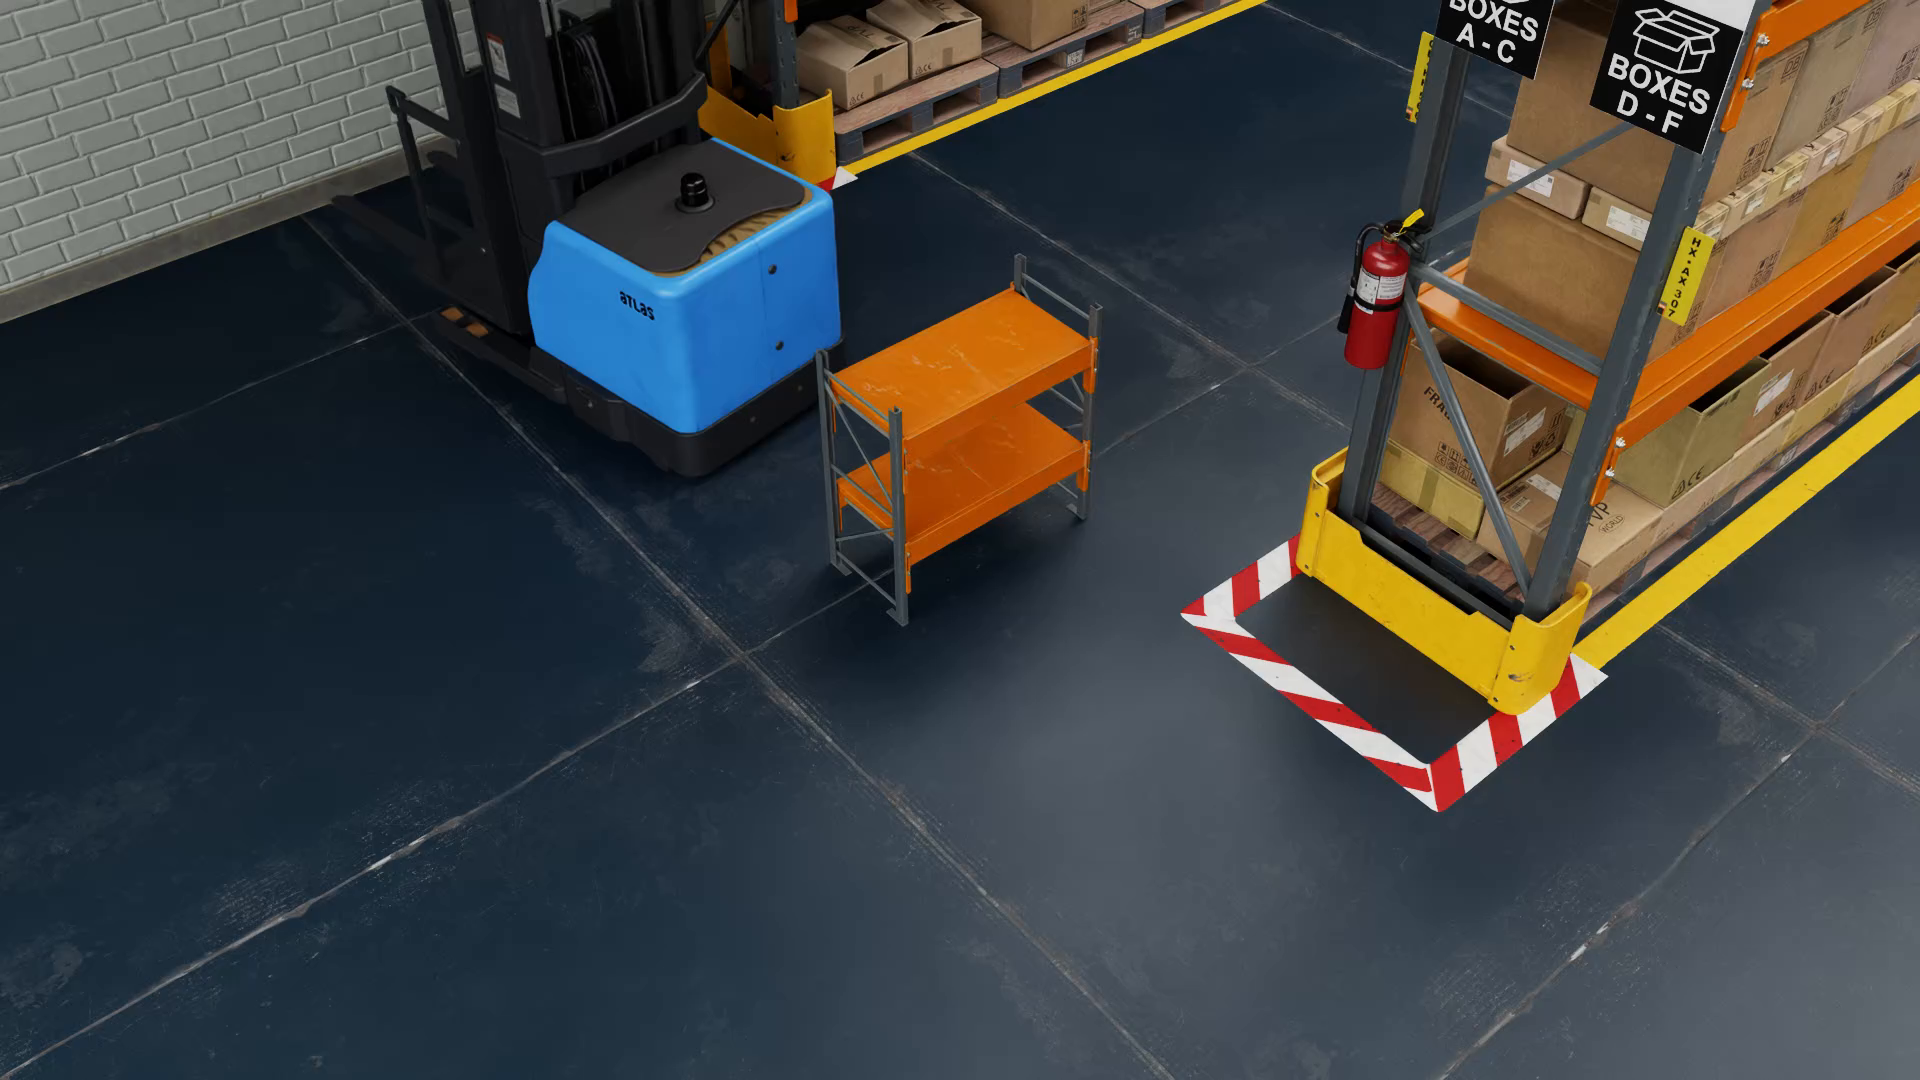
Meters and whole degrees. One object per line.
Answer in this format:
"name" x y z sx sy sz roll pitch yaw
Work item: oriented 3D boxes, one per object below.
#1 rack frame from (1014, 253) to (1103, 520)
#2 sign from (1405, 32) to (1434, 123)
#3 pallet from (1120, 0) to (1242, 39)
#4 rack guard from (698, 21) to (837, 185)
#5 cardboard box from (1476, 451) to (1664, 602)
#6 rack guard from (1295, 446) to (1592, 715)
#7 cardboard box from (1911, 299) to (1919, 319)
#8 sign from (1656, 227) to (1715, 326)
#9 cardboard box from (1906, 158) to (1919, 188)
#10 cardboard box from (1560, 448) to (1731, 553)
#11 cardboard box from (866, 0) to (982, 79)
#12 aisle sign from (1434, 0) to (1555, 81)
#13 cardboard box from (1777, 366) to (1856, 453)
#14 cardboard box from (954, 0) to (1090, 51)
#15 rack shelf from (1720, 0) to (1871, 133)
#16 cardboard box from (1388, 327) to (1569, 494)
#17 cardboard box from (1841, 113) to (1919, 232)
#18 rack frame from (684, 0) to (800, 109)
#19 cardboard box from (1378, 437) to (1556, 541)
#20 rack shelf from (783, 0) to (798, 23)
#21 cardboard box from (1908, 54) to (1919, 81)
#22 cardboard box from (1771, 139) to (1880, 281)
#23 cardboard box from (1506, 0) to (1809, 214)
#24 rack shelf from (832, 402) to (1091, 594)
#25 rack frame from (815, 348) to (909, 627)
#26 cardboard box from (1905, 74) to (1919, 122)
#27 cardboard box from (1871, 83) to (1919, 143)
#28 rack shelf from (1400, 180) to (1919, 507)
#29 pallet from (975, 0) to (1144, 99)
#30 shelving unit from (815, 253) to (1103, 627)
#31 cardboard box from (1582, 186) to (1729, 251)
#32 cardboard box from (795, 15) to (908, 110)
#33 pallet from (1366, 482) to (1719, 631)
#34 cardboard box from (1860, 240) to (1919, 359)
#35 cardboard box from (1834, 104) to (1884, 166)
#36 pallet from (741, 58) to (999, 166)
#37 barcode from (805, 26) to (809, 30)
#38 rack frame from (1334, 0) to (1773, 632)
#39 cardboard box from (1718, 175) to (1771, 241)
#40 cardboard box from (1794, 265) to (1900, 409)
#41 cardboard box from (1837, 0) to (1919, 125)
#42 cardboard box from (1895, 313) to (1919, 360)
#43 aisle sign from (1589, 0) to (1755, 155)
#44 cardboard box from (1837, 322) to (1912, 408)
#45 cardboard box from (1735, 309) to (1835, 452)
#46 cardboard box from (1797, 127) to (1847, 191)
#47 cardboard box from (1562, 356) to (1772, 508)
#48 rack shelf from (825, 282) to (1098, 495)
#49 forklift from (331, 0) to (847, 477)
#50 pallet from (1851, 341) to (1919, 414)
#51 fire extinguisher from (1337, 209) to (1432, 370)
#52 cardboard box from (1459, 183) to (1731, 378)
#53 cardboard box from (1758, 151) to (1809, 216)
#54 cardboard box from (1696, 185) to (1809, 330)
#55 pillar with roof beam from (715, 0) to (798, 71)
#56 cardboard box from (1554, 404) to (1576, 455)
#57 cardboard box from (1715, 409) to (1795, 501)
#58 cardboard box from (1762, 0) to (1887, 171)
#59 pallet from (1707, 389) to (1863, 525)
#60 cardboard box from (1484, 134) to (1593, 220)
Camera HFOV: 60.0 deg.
"rack frame" 0.395 -0.636 7.106 0.032 1.125 0.500 -30 51 -28
"sign" 1.602 -1.580 5.722 0.005 0.325 0.100 -30 51 -28
"pallet" 1.334 -3.807 11.149 1.213 0.211 1.003 -30 51 -28
"rack guard" -1.184 -2.502 9.549 0.348 0.500 1.175 -30 51 -28
"cardboard box" 2.493 -0.050 6.814 0.500 0.250 0.500 -30 51 -28
"rack guard" 1.921 0.141 6.734 0.348 0.500 1.175 -30 51 -28
"cardboard box" 4.401 -1.430 7.735 0.500 0.500 0.500 -30 51 -28
"sign" 2.291 -0.831 5.253 0.005 0.325 0.100 -30 51 -28
"cardboard box" 3.883 -1.922 7.033 0.500 0.500 0.700 -29 50 -27
"cardboard box" 2.875 -0.272 7.050 0.500 0.250 0.500 -30 51 -28
"cardboard box" -0.216 -3.067 9.968 0.500 0.311 0.500 -26 49 -25
"aisle sign" 1.701 -1.853 5.133 0.004 0.787 0.394 -30 51 -28
"cardboard box" 3.645 -0.708 7.514 0.500 0.250 0.500 -30 51 -28
"cardboard box" 0.379 -3.432 10.218 0.500 0.500 0.700 -33 52 -30
"rack shelf" 3.473 -2.490 6.045 4.000 0.370 1.077 -30 51 -28
"cardboard box" 2.160 -0.596 6.848 0.500 0.500 0.500 -30 51 -28
"cardboard box" 3.491 -1.697 6.792 0.500 0.500 0.700 -28 50 -27
"rack frame" -1.242 -3.380 8.658 0.127 3.000 1.000 -30 51 -28
"cardboard box" 2.161 -0.322 7.103 0.500 0.250 0.500 -30 51 -28
"rack shelf" 0.292 -3.996 9.840 4.000 0.370 1.077 -30 51 -28
"cardboard box" 3.516 -2.187 6.367 0.500 0.500 0.700 -30 51 -28
"cardboard box" 3.090 -1.463 6.544 0.500 0.500 0.700 -29 51 -28
"cardboard box" 2.346 -1.511 5.648 0.500 0.500 0.700 -30 51 -28
"rack shelf" 0.005 -0.235 7.035 1.000 0.278 0.538 -30 51 -28
"rack frame" -0.385 -0.190 6.630 0.032 1.125 0.500 -30 51 -28
"cardboard box" 3.558 -1.787 6.415 0.250 0.149 0.380 -29 51 -28
"cardboard box" 3.365 -1.679 6.300 0.250 0.149 0.380 -30 51 -28
"rack shelf" 3.473 -1.397 7.072 4.000 0.370 1.077 -30 51 -28
"pallet" 0.398 -3.268 10.576 1.213 0.211 1.003 -30 51 -28
"shelving unit" 0.005 -0.413 6.868 1.048 1.125 0.538 -30 51 -28
"cardboard box" 2.378 -1.113 5.697 0.250 0.149 0.380 -30 51 -28
"cardboard box" -0.653 -2.817 9.701 0.500 0.311 0.500 33 52 30
"pallet" 2.499 -0.122 7.226 1.213 0.211 1.003 -30 51 -28
"cardboard box" 4.020 -1.208 7.499 0.500 0.500 0.500 -30 51 -28
"cardboard box" 3.169 -1.567 6.180 0.250 0.149 0.380 -32 52 -29
"pallet" -0.538 -2.735 10.008 1.213 0.211 1.003 -30 51 -28
"barcode" -0.896 -3.038 9.930 0.075 0.075 0.001 -30 51 -28
"rack frame" 1.939 -0.780 5.890 0.127 3.000 1.000 -30 51 -28
"cardboard box" 2.579 -1.230 5.822 0.250 0.149 0.380 -31 51 -29
"cardboard box" 3.646 -0.981 7.257 0.500 0.500 0.500 -30 51 -28
"cardboard box" 3.132 -1.967 6.133 0.500 0.500 0.700 -30 51 -28
"cardboard box" 4.402 -1.155 7.991 0.500 0.250 0.500 -30 51 -28
"aisle sign" 2.085 -1.538 4.798 0.004 0.787 0.394 -30 51 -28
"cardboard box" 4.028 -0.928 7.749 0.500 0.250 0.500 -30 51 -28
"cardboard box" 3.251 -0.770 7.033 0.500 0.500 0.500 -30 51 -28
"cardboard box" 2.966 -1.449 6.054 0.250 0.149 0.380 -31 51 -28
"cardboard box" 2.876 -0.544 6.792 0.500 0.500 0.500 -30 51 -28
"rack shelf" 0.005 -0.626 6.668 1.000 0.278 0.538 -30 51 -28
"forklift" -1.988 -2.217 7.470 3.031 2.935 1.130 31 51 28
"pallet" 4.371 -1.194 8.367 1.213 0.211 1.003 -30 51 -28
"fire extinguisher" 1.551 -0.944 6.121 0.183 0.674 0.296 -30 51 -28
"cardboard box" 2.306 -1.015 6.067 0.500 0.500 0.700 -30 51 -28
"cardboard box" 2.771 -1.339 5.938 0.250 0.149 0.380 -30 51 -28
"cardboard box" 2.705 -1.248 6.315 0.500 0.500 0.700 -28 50 -27
"pillar with roof beam" 1.502 -4.068 5.008 0.400 9.000 9.100 -30 51 -28
"cardboard box" 2.537 -0.548 7.344 0.500 0.250 0.500 -30 51 -28
"cardboard box" 3.258 -0.491 7.283 0.500 0.250 0.500 -30 51 -28
"cardboard box" 2.746 -1.745 5.897 0.500 0.500 0.700 -31 51 -29
"pallet" 3.434 -0.655 7.793 1.213 0.211 1.003 -30 51 -28
"cardboard box" 2.110 -1.321 5.919 0.250 0.149 0.380 -31 51 -28
